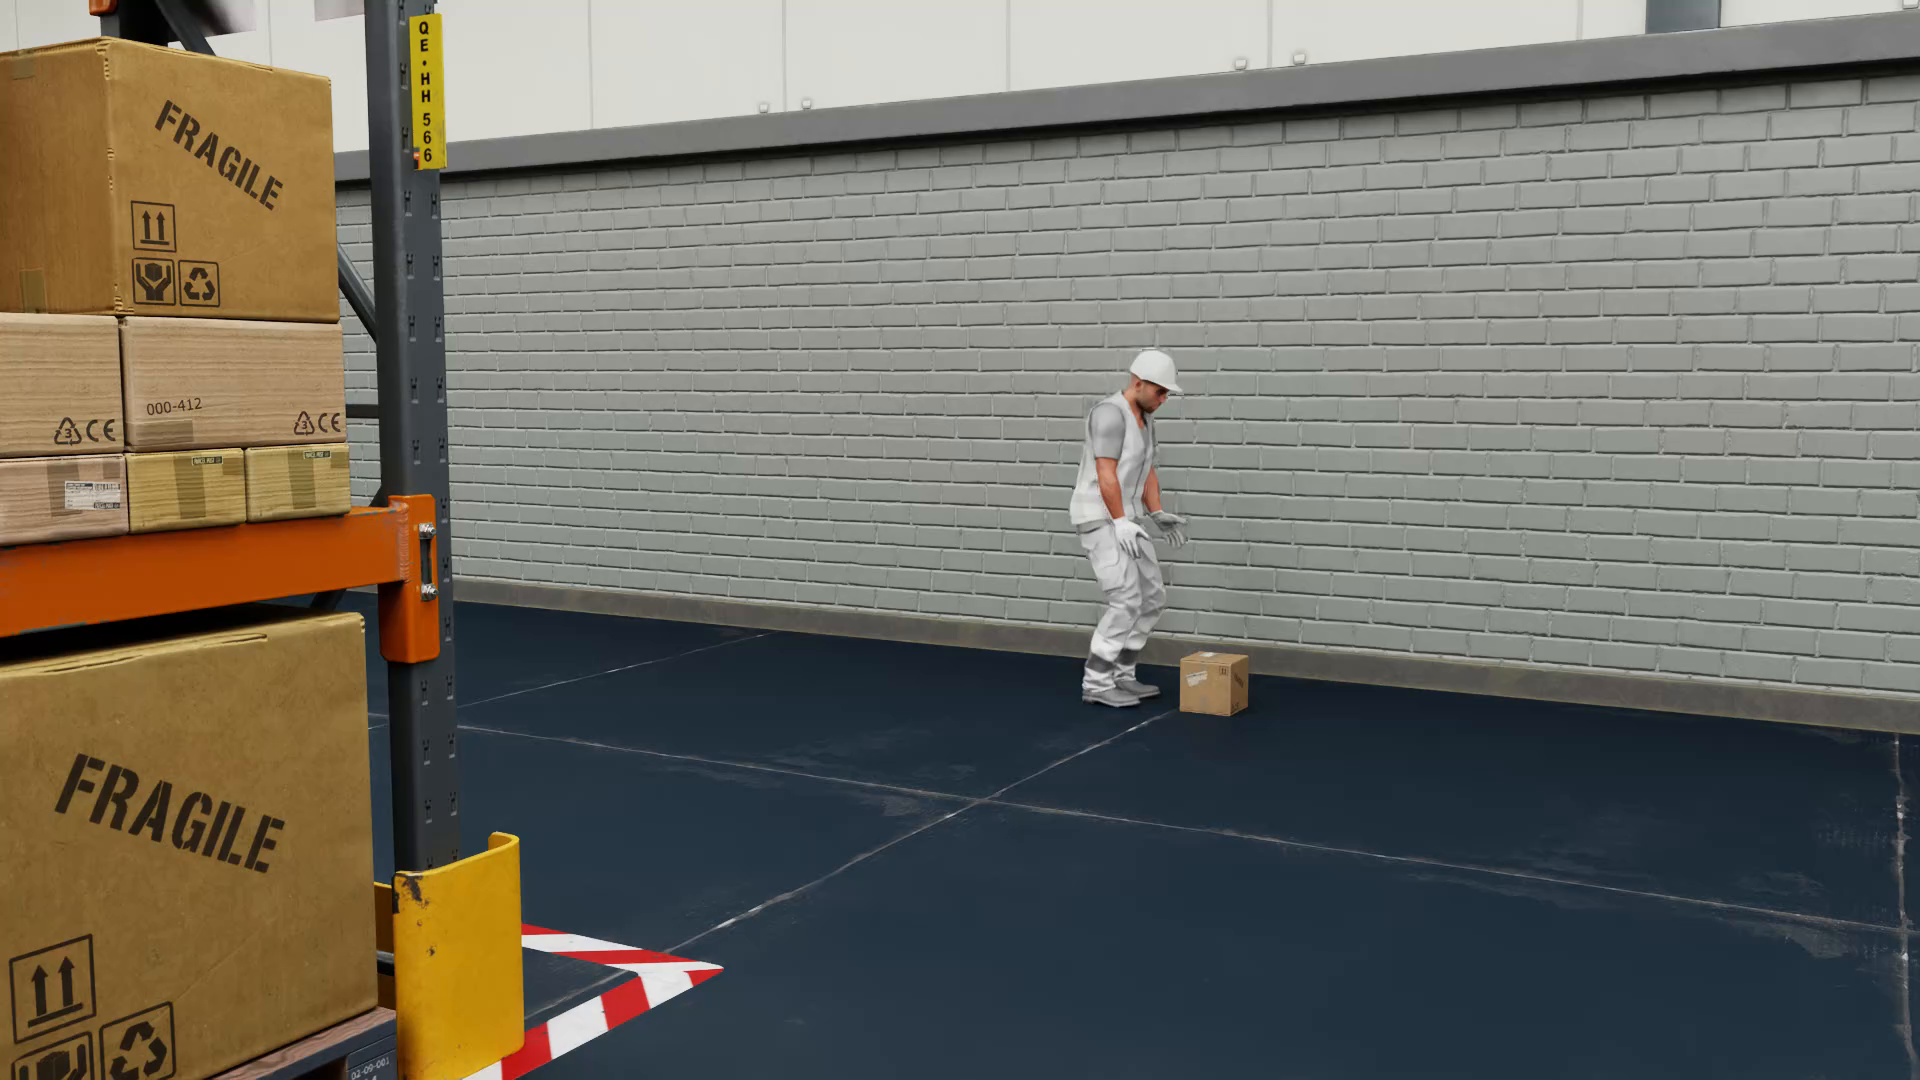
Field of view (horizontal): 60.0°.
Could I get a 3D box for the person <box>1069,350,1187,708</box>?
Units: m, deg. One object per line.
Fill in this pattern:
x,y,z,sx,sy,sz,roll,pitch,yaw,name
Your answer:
0.818,-0.064,8.041,0.517,1.698,0.554,3,7,30,person
